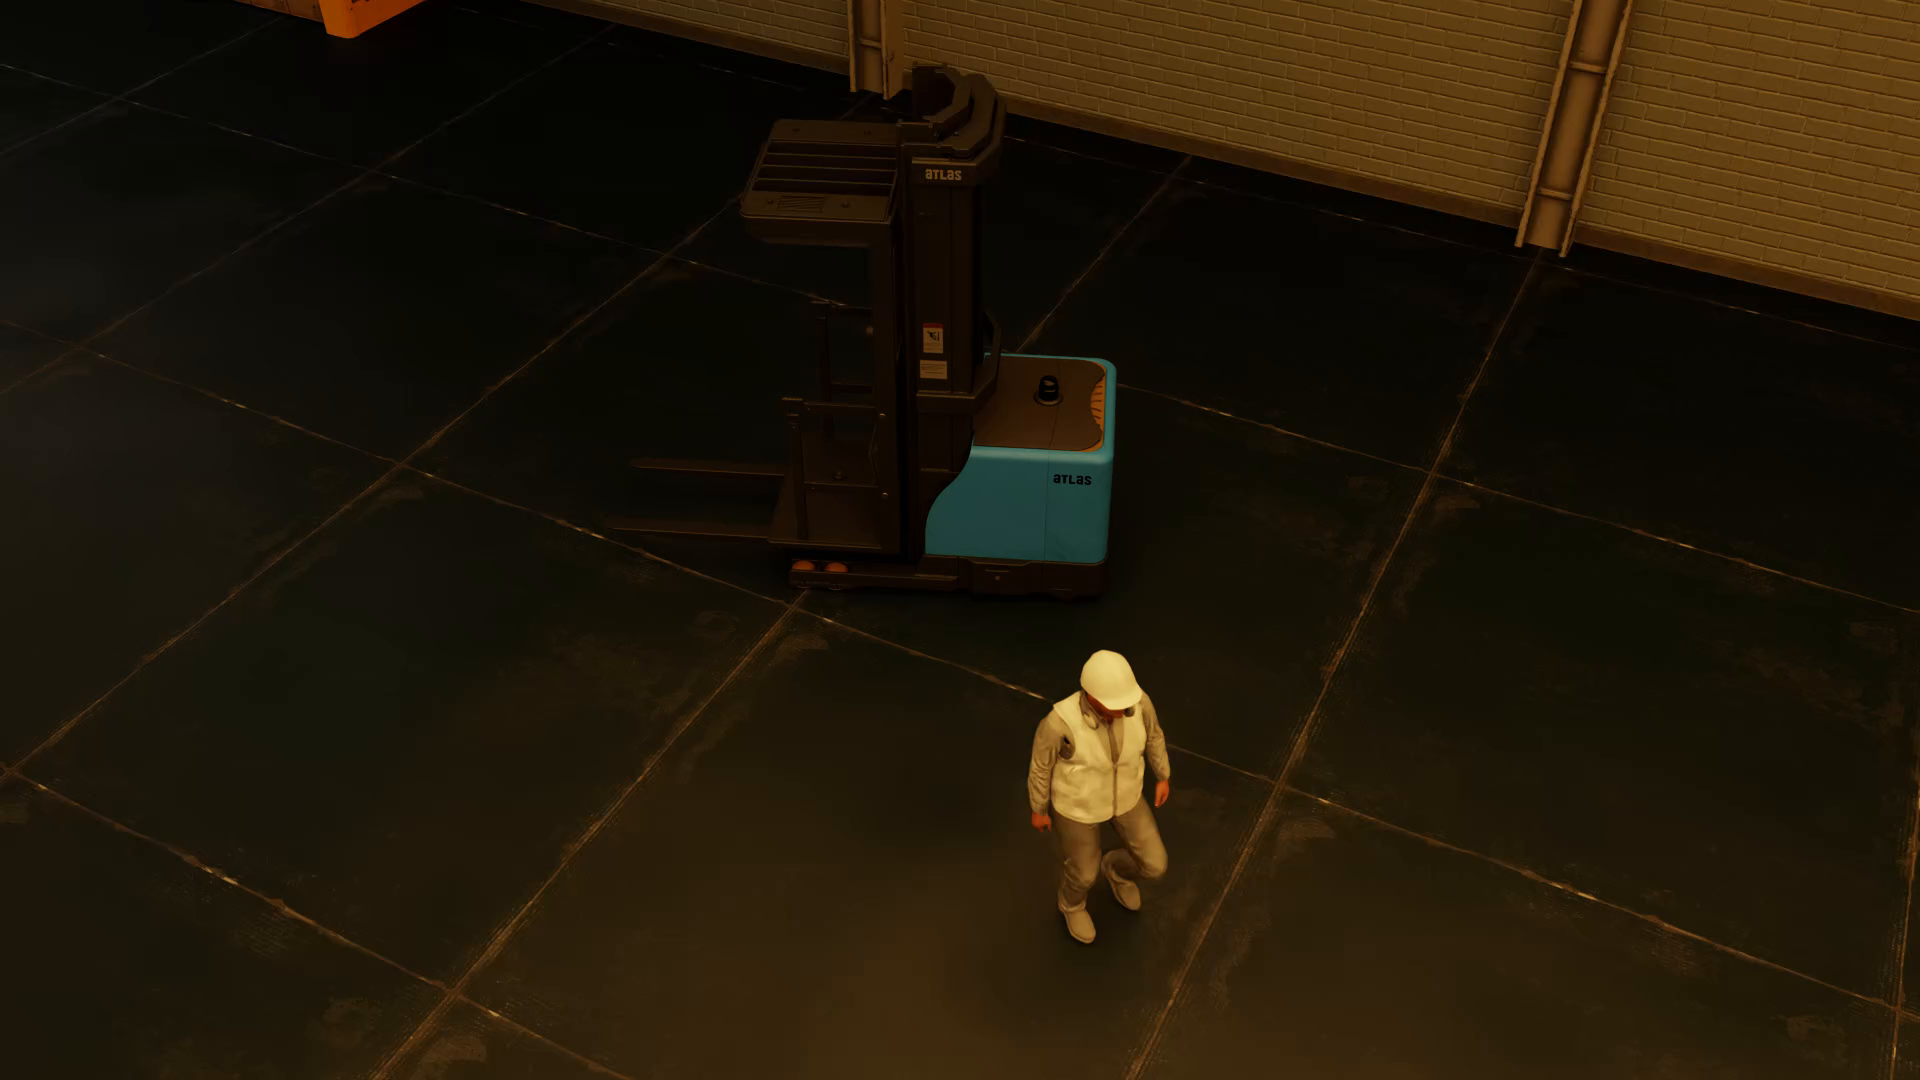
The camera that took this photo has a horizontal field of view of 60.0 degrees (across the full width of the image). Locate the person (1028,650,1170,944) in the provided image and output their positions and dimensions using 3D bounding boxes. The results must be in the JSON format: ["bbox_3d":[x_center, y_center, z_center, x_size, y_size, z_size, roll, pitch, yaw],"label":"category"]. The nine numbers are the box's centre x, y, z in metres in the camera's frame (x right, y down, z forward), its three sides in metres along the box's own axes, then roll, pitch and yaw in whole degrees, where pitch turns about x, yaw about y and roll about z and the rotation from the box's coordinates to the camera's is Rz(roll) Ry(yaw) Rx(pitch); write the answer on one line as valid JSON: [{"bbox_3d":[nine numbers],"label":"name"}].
[{"bbox_3d":[0.659,1.182,7.497,0.662,1.754,0.479,-17,43,-19],"label":"person"}]

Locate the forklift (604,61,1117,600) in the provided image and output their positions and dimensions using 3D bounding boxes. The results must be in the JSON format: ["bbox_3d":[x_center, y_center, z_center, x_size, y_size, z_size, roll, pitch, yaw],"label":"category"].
[{"bbox_3d":[-0.606,-1.157,9.360,3.031,2.935,1.130,3,40,4],"label":"forklift"}]
